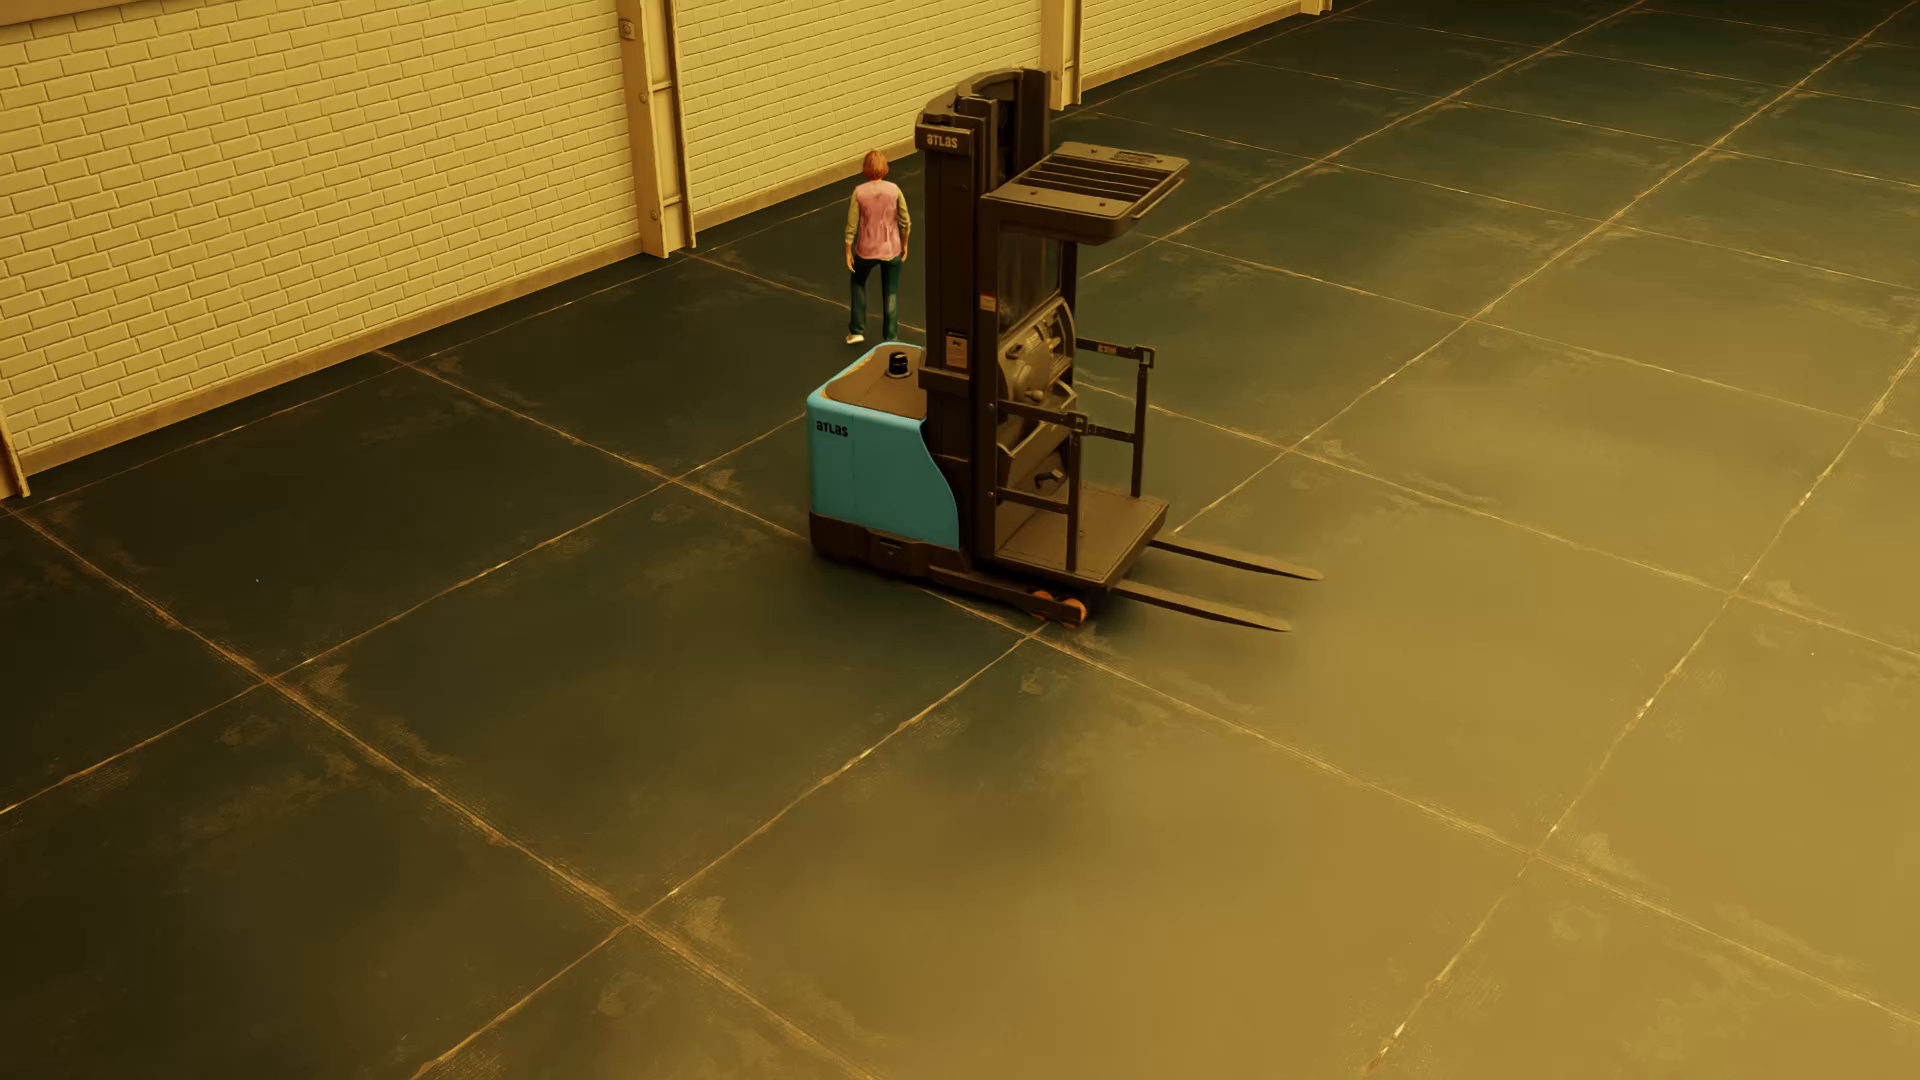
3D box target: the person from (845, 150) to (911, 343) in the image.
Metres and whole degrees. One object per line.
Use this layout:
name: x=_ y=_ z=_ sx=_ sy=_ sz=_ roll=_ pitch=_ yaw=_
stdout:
person: x=-0.635 y=-2.184 z=12.723 sx=0.513 sy=1.628 sz=0.509 roll=-5 pitch=31 yaw=-8

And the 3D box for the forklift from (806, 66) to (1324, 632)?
forklift: x=0.624 y=-1.064 z=9.415 sx=3.031 sy=2.935 sz=1.130 roll=14 pitch=33 yaw=23
